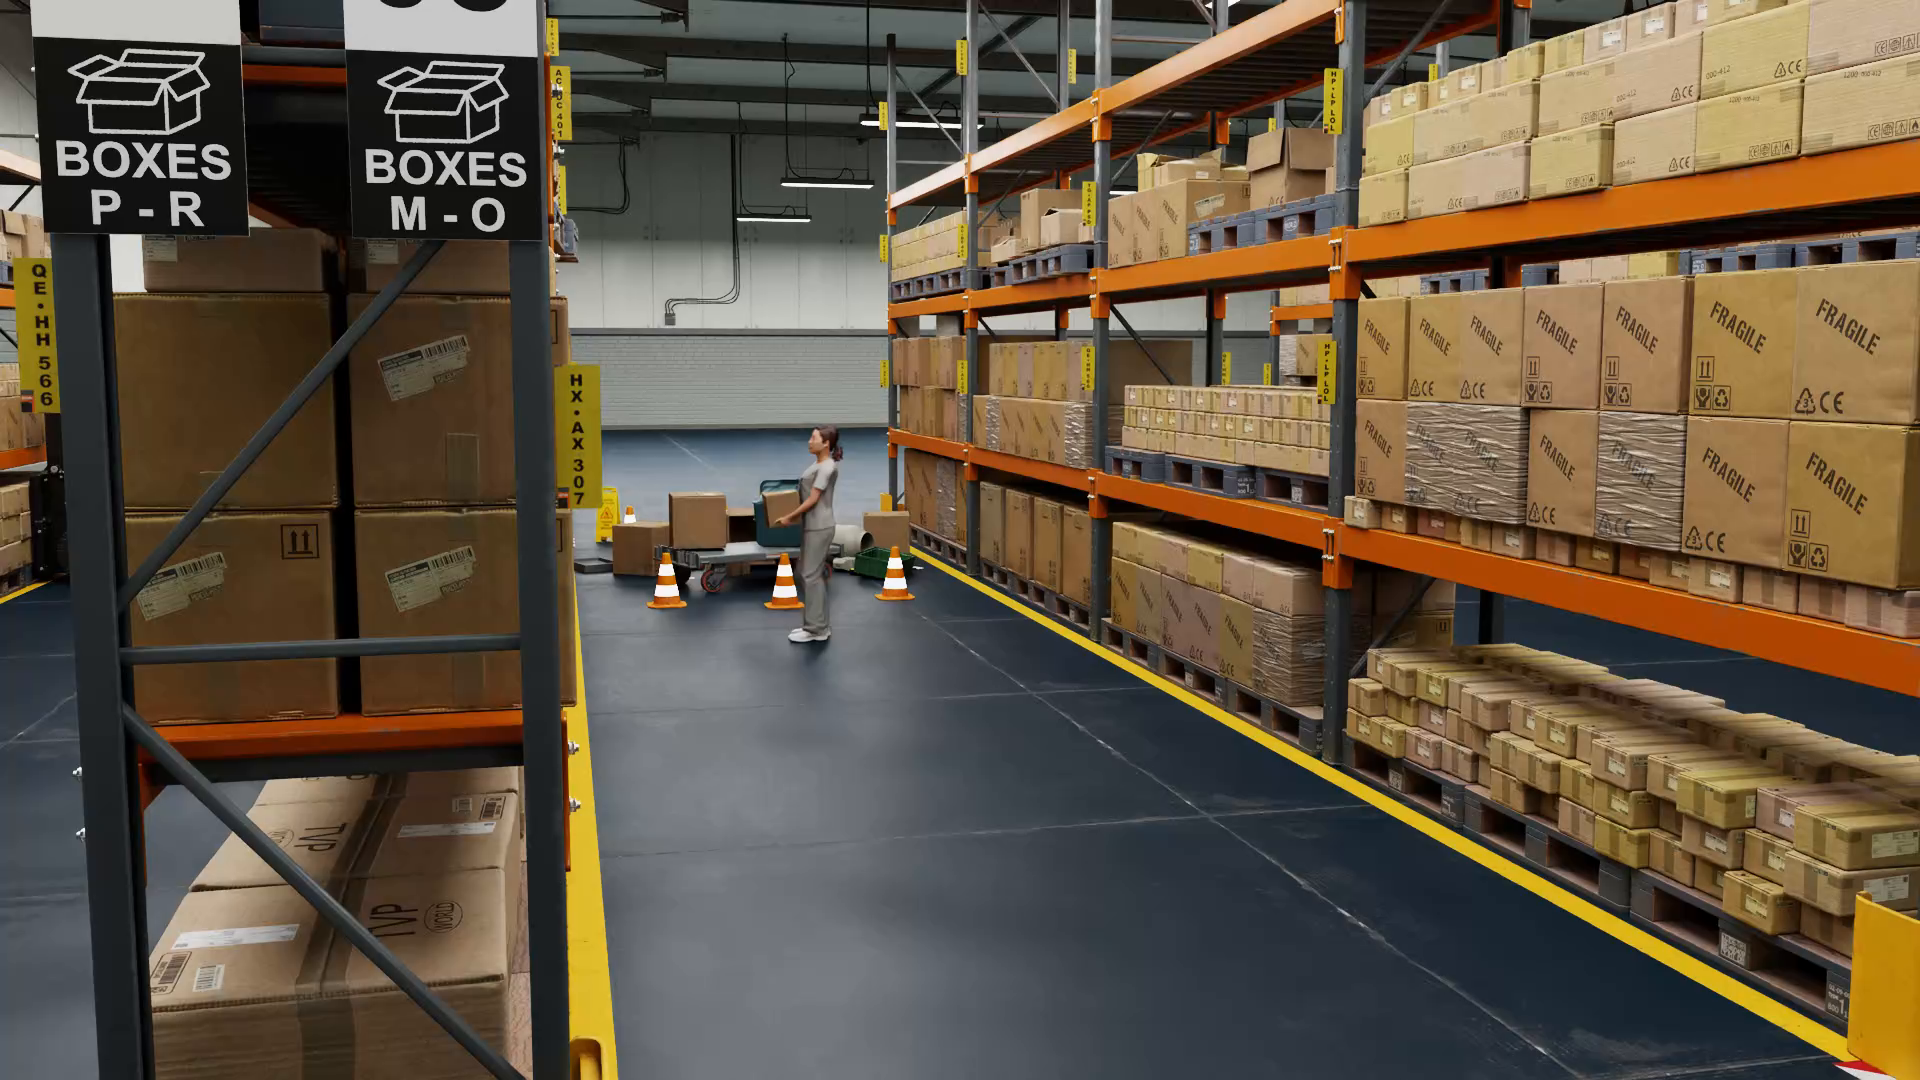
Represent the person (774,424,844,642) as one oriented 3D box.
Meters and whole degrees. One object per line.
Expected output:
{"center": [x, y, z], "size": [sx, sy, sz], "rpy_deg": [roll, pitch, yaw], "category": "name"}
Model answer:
{"center": [-1.162, -0.059, 12.751], "size": [0.561, 1.662, 0.436], "rpy_deg": [-1, 6, -13], "category": "person"}
